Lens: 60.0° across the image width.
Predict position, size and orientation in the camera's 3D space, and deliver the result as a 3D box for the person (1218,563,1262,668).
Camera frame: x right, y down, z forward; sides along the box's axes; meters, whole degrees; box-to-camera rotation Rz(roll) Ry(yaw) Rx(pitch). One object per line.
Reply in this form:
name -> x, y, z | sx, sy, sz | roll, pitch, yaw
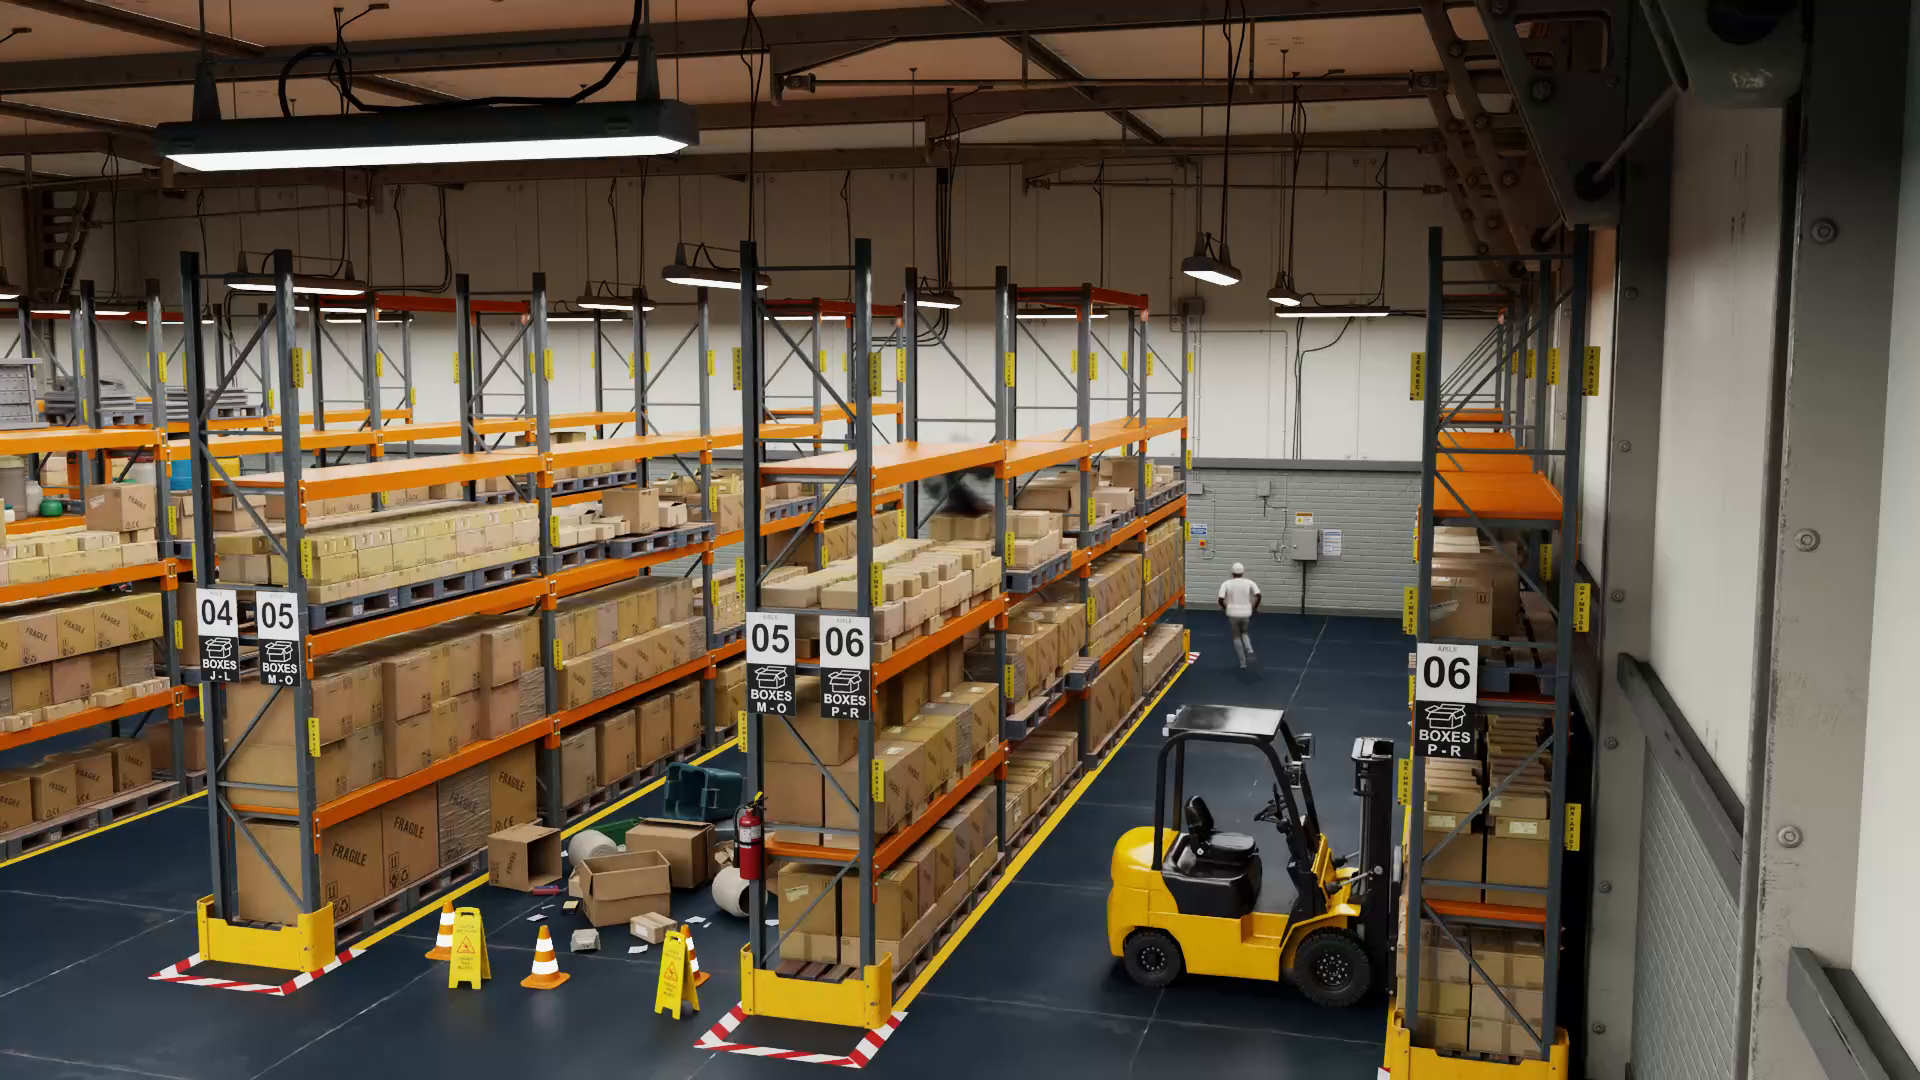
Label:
person -> 4.605, 1.233, 27.580 | 0.682, 1.731, 0.578 | 0, 6, -2
